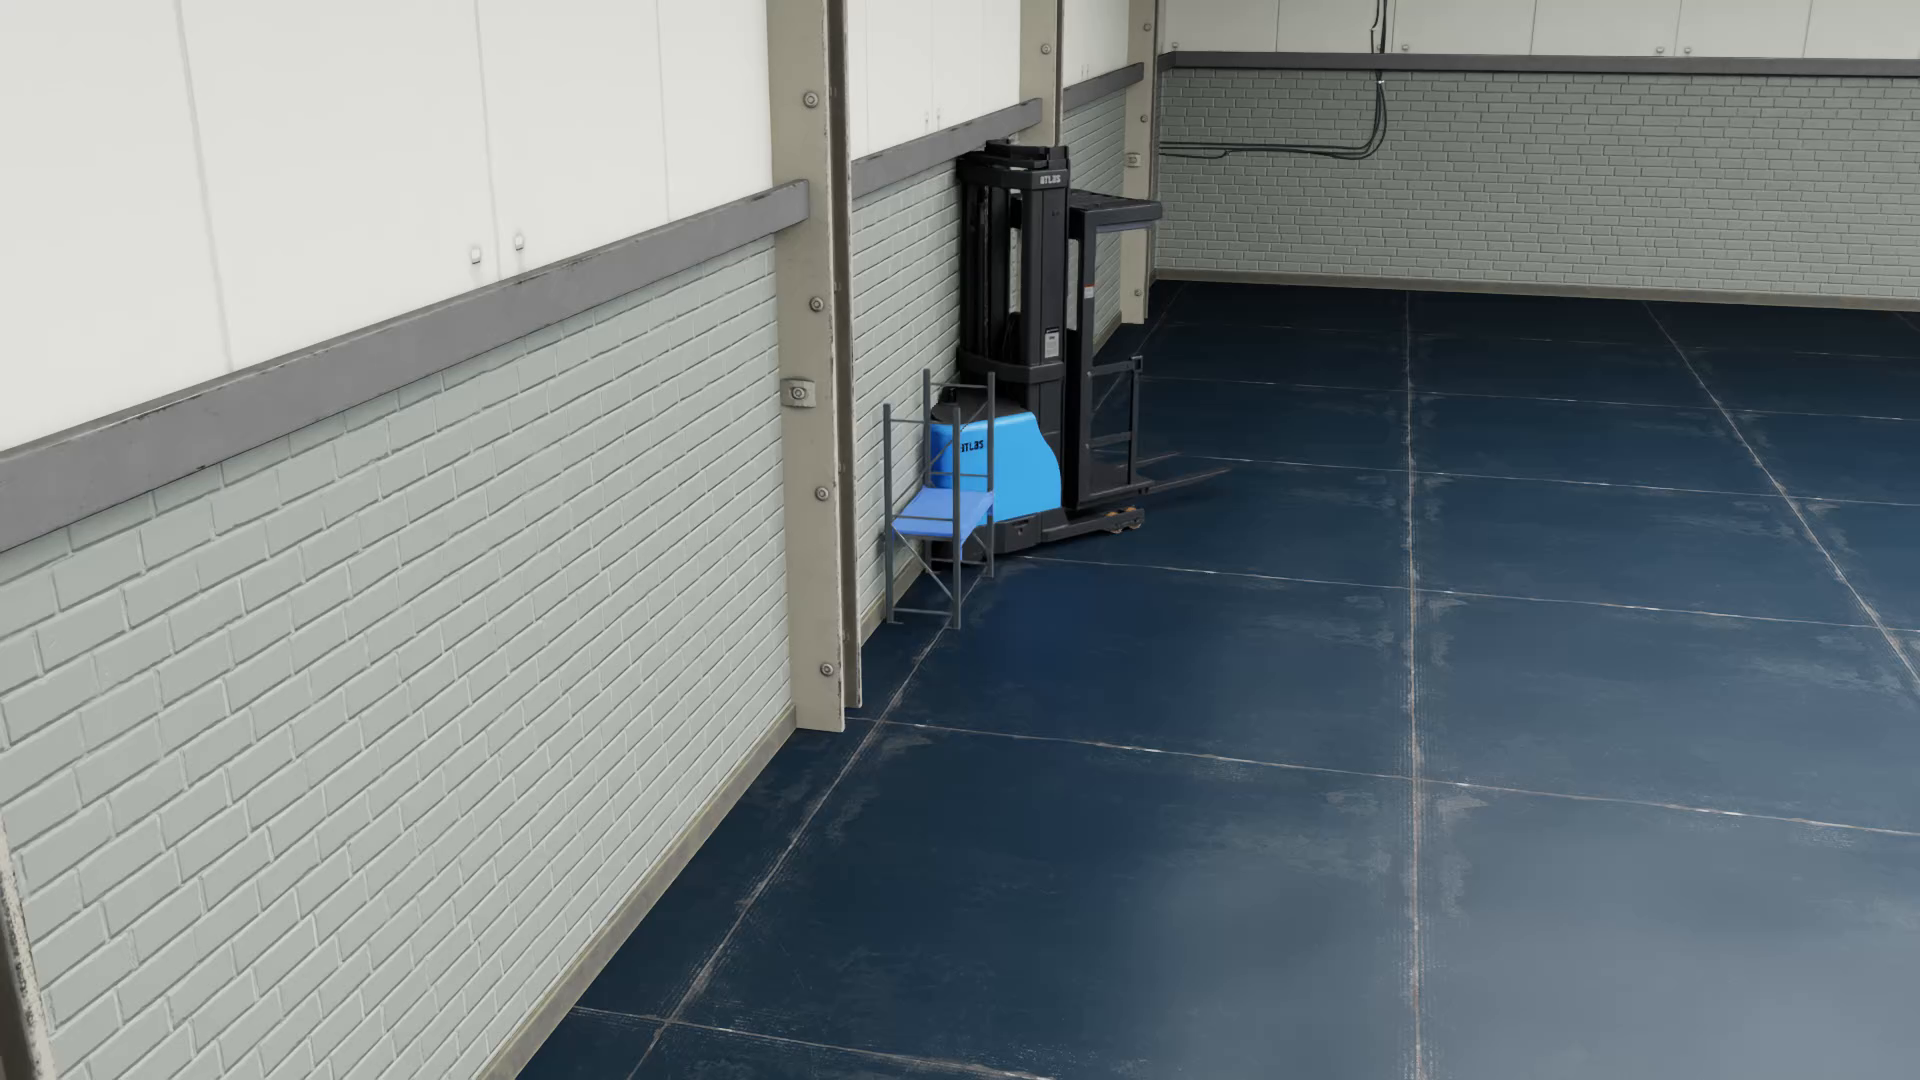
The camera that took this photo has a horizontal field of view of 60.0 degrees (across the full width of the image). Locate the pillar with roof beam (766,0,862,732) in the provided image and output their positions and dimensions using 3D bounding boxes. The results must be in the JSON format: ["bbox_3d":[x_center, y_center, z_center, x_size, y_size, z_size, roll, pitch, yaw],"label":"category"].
[{"bbox_3d":[3.399,-2.896,7.245,9.100,9.000,0.400,5,19,13],"label":"pillar with roof beam"}]

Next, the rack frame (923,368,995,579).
[{"bbox_3d":[-0.008,-0.457,11.706,0.500,1.500,0.032,4,19,13],"label":"rack frame"}]

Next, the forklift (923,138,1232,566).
[{"bbox_3d":[0.821,-1.559,12.719,3.031,2.935,1.130,-13,23,-34],"label":"forklift"}]

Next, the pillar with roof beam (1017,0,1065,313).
[{"bbox_3d":[4.865,-4.777,12.751,9.100,9.000,0.400,5,19,13],"label":"pillar with roof beam"}]

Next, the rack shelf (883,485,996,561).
[{"bbox_3d":[-0.126,-0.127,11.296,0.538,0.185,1.000,4,19,13],"label":"rack shelf"}]

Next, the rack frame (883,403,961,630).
[{"bbox_3d":[-0.243,-0.138,10.770,0.500,1.500,0.032,4,19,13],"label":"rack frame"}]

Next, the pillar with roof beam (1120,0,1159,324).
[{"bbox_3d":[6.331,-6.657,18.256,9.100,9.000,0.400,5,19,13],"label":"pillar with roof beam"}]

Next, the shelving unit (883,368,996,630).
[{"bbox_3d":[-0.126,-0.298,11.238,0.538,1.500,1.048,4,19,13],"label":"shelving unit"}]

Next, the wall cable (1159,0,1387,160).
[{"bbox_3d":[4.159,-6.347,22.151,3.097,2.526,0.112,5,19,13],"label":"wall cable"}]
